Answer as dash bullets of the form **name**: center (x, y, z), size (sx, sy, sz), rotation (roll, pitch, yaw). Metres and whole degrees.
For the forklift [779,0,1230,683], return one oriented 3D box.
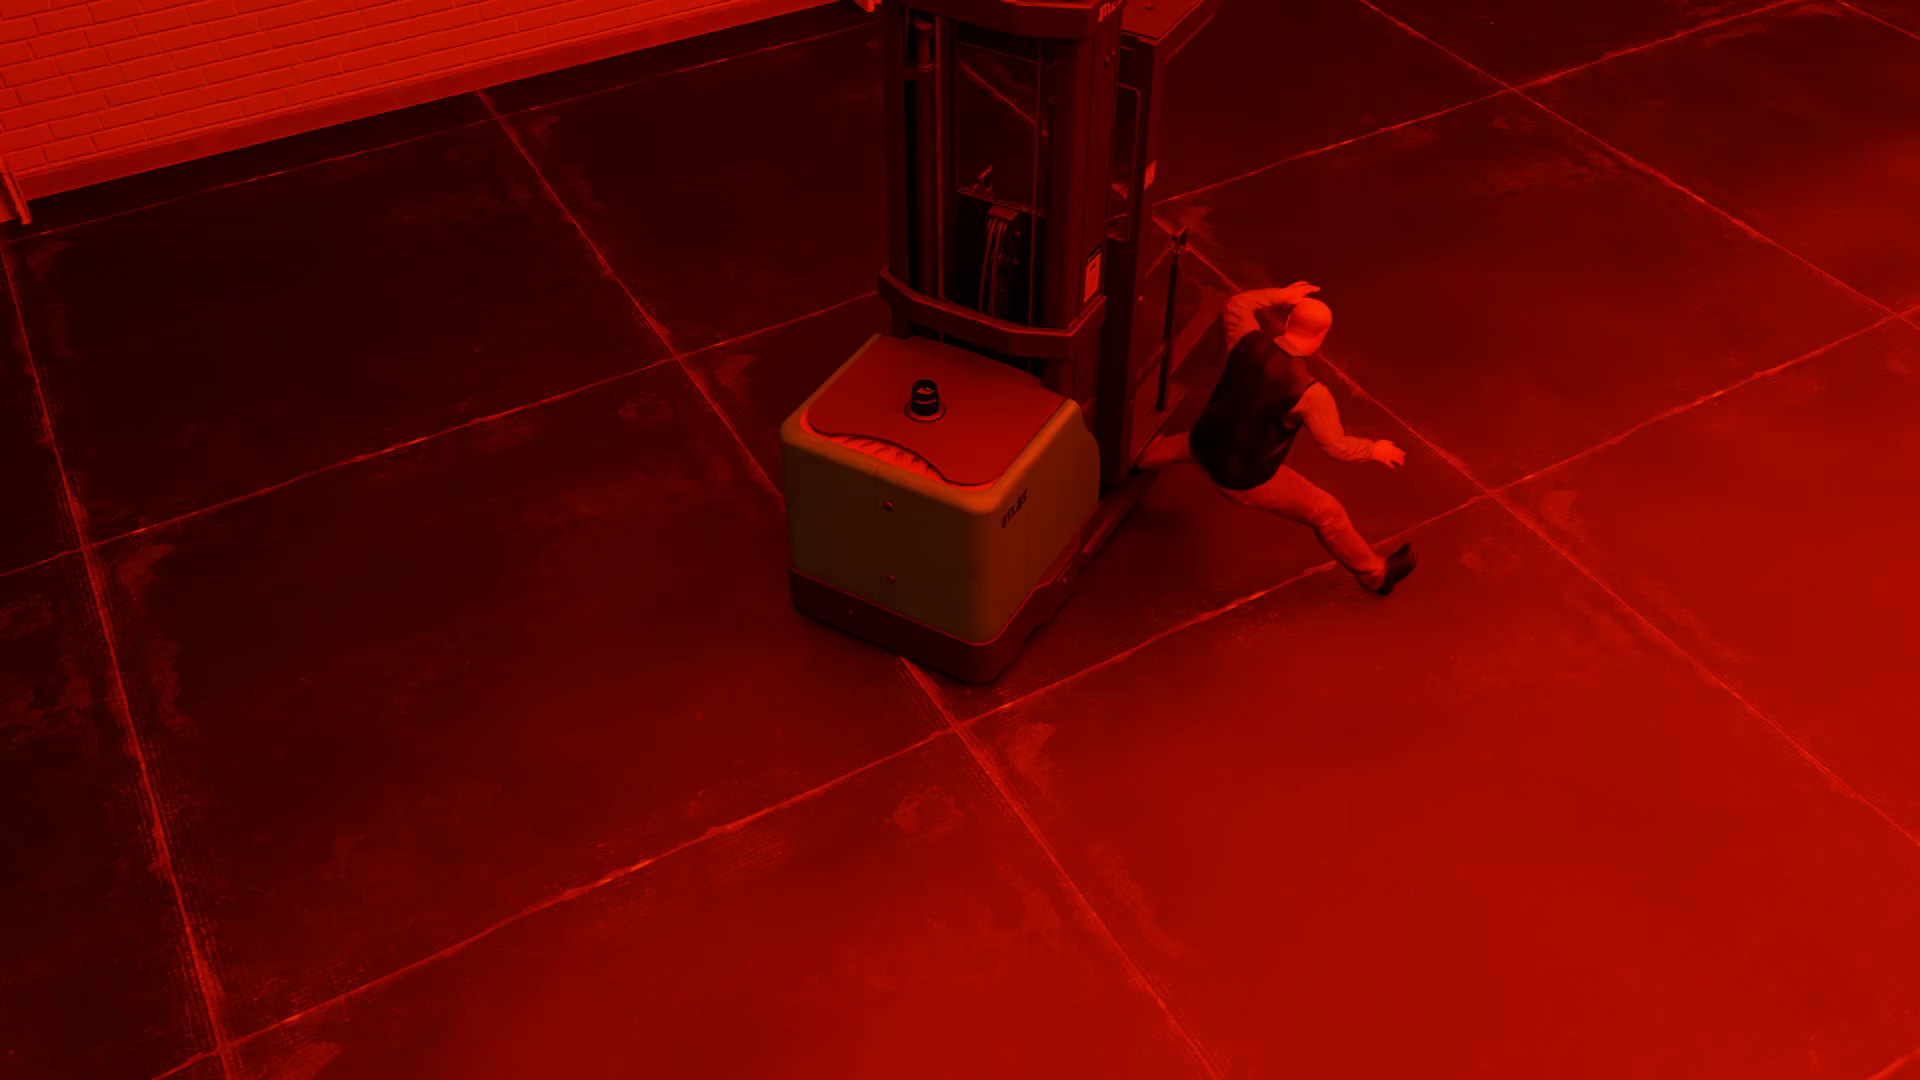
- **forklift**: center (0.412, -1.454, 7.266), size (1.130, 2.935, 3.031), rotation (21, 47, 21)

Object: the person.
- **person**: center (1.400, -0.494, 7.386), size (0.930, 1.339, 1.236), rotation (-16, 45, -17)
